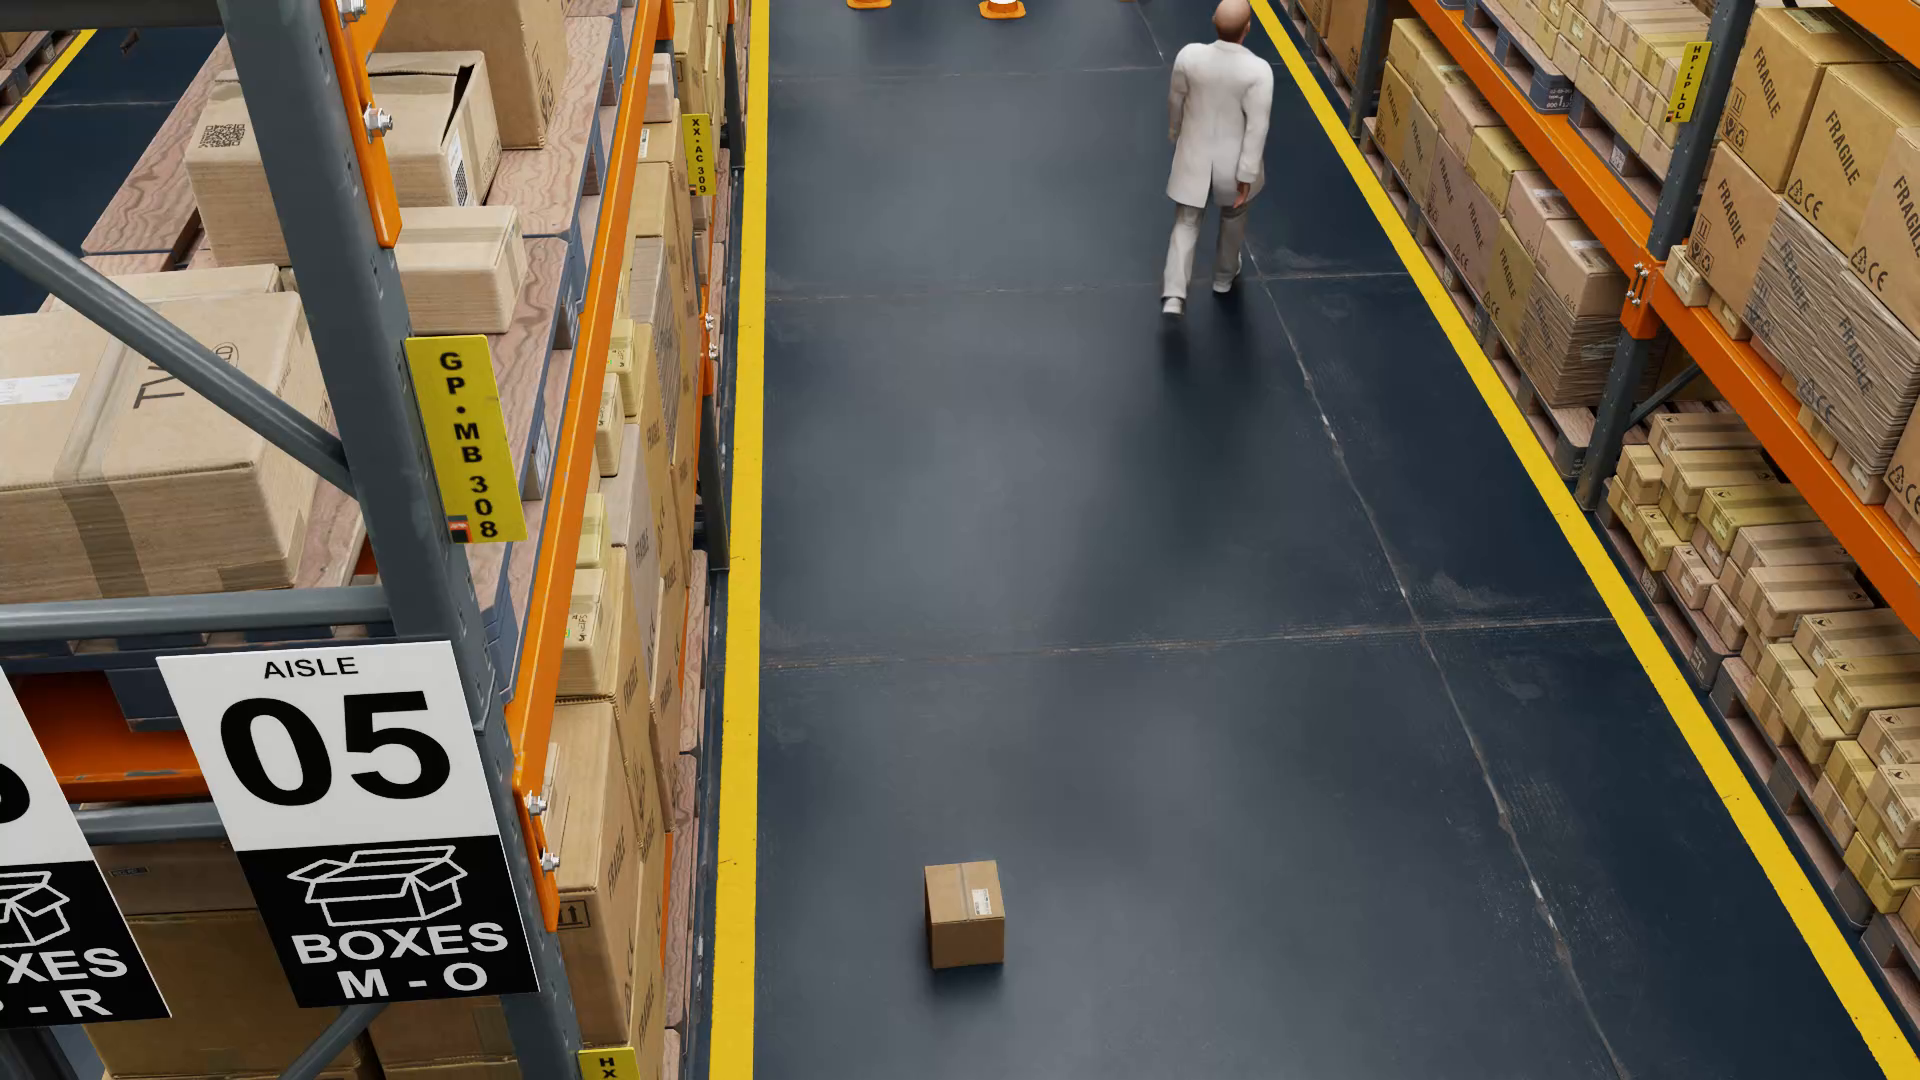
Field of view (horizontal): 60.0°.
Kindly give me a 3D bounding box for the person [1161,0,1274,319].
[{"bbox_3d":[1.321,-1.985,8.651,0.557,1.740,1.038,12,40,15],"label":"person"}]
